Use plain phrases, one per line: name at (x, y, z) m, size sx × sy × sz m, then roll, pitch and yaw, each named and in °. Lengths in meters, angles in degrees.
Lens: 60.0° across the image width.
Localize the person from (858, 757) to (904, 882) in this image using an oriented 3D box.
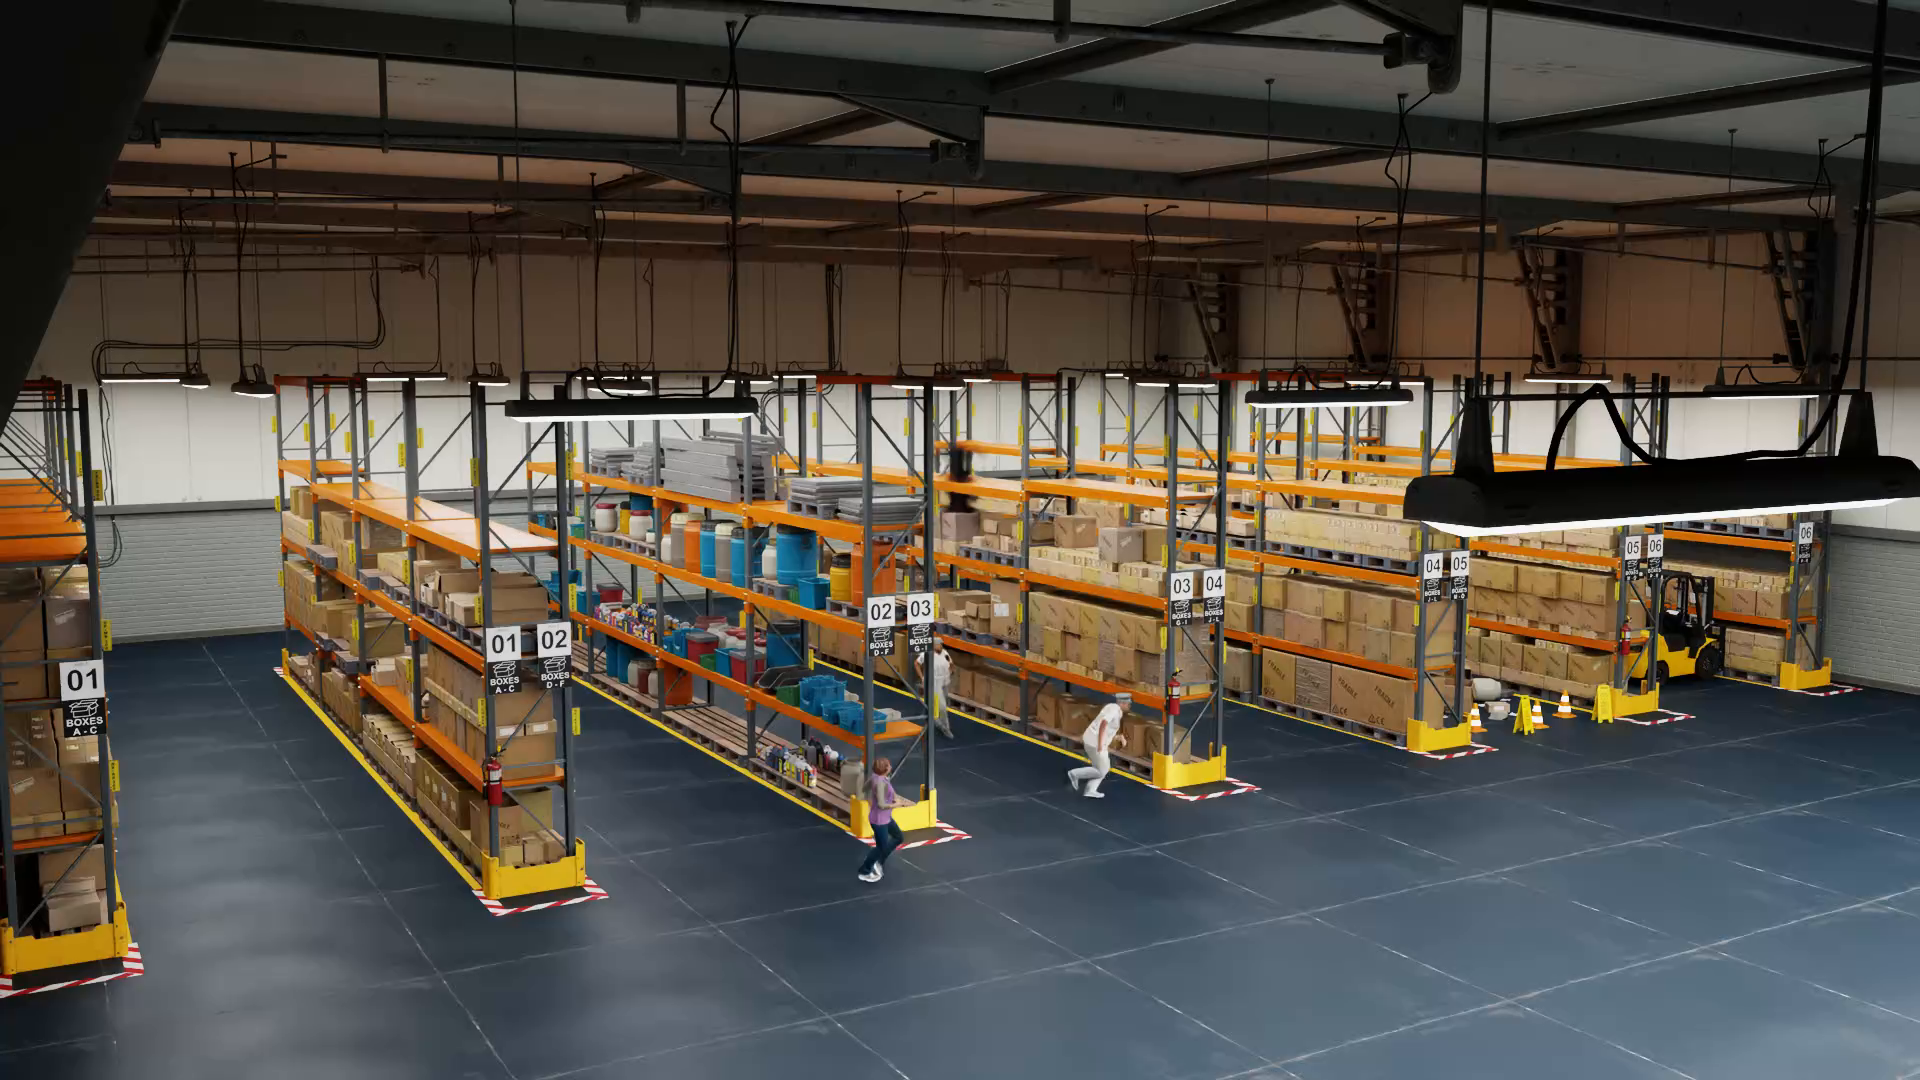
person at (-0.958, 3.364, 19.997) m, size 0.564 × 1.556 × 0.479 m, roll 0°, pitch 6°, yaw 1°

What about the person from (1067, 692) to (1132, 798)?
person at (2.008, 2.964, 23.890) m, size 0.927 × 1.550 × 0.682 m, roll 0°, pitch 6°, yaw 1°

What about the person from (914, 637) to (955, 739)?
person at (-0.395, 2.465, 27.949) m, size 0.689 × 1.715 × 0.777 m, roll -5°, pitch 8°, yaw -37°
